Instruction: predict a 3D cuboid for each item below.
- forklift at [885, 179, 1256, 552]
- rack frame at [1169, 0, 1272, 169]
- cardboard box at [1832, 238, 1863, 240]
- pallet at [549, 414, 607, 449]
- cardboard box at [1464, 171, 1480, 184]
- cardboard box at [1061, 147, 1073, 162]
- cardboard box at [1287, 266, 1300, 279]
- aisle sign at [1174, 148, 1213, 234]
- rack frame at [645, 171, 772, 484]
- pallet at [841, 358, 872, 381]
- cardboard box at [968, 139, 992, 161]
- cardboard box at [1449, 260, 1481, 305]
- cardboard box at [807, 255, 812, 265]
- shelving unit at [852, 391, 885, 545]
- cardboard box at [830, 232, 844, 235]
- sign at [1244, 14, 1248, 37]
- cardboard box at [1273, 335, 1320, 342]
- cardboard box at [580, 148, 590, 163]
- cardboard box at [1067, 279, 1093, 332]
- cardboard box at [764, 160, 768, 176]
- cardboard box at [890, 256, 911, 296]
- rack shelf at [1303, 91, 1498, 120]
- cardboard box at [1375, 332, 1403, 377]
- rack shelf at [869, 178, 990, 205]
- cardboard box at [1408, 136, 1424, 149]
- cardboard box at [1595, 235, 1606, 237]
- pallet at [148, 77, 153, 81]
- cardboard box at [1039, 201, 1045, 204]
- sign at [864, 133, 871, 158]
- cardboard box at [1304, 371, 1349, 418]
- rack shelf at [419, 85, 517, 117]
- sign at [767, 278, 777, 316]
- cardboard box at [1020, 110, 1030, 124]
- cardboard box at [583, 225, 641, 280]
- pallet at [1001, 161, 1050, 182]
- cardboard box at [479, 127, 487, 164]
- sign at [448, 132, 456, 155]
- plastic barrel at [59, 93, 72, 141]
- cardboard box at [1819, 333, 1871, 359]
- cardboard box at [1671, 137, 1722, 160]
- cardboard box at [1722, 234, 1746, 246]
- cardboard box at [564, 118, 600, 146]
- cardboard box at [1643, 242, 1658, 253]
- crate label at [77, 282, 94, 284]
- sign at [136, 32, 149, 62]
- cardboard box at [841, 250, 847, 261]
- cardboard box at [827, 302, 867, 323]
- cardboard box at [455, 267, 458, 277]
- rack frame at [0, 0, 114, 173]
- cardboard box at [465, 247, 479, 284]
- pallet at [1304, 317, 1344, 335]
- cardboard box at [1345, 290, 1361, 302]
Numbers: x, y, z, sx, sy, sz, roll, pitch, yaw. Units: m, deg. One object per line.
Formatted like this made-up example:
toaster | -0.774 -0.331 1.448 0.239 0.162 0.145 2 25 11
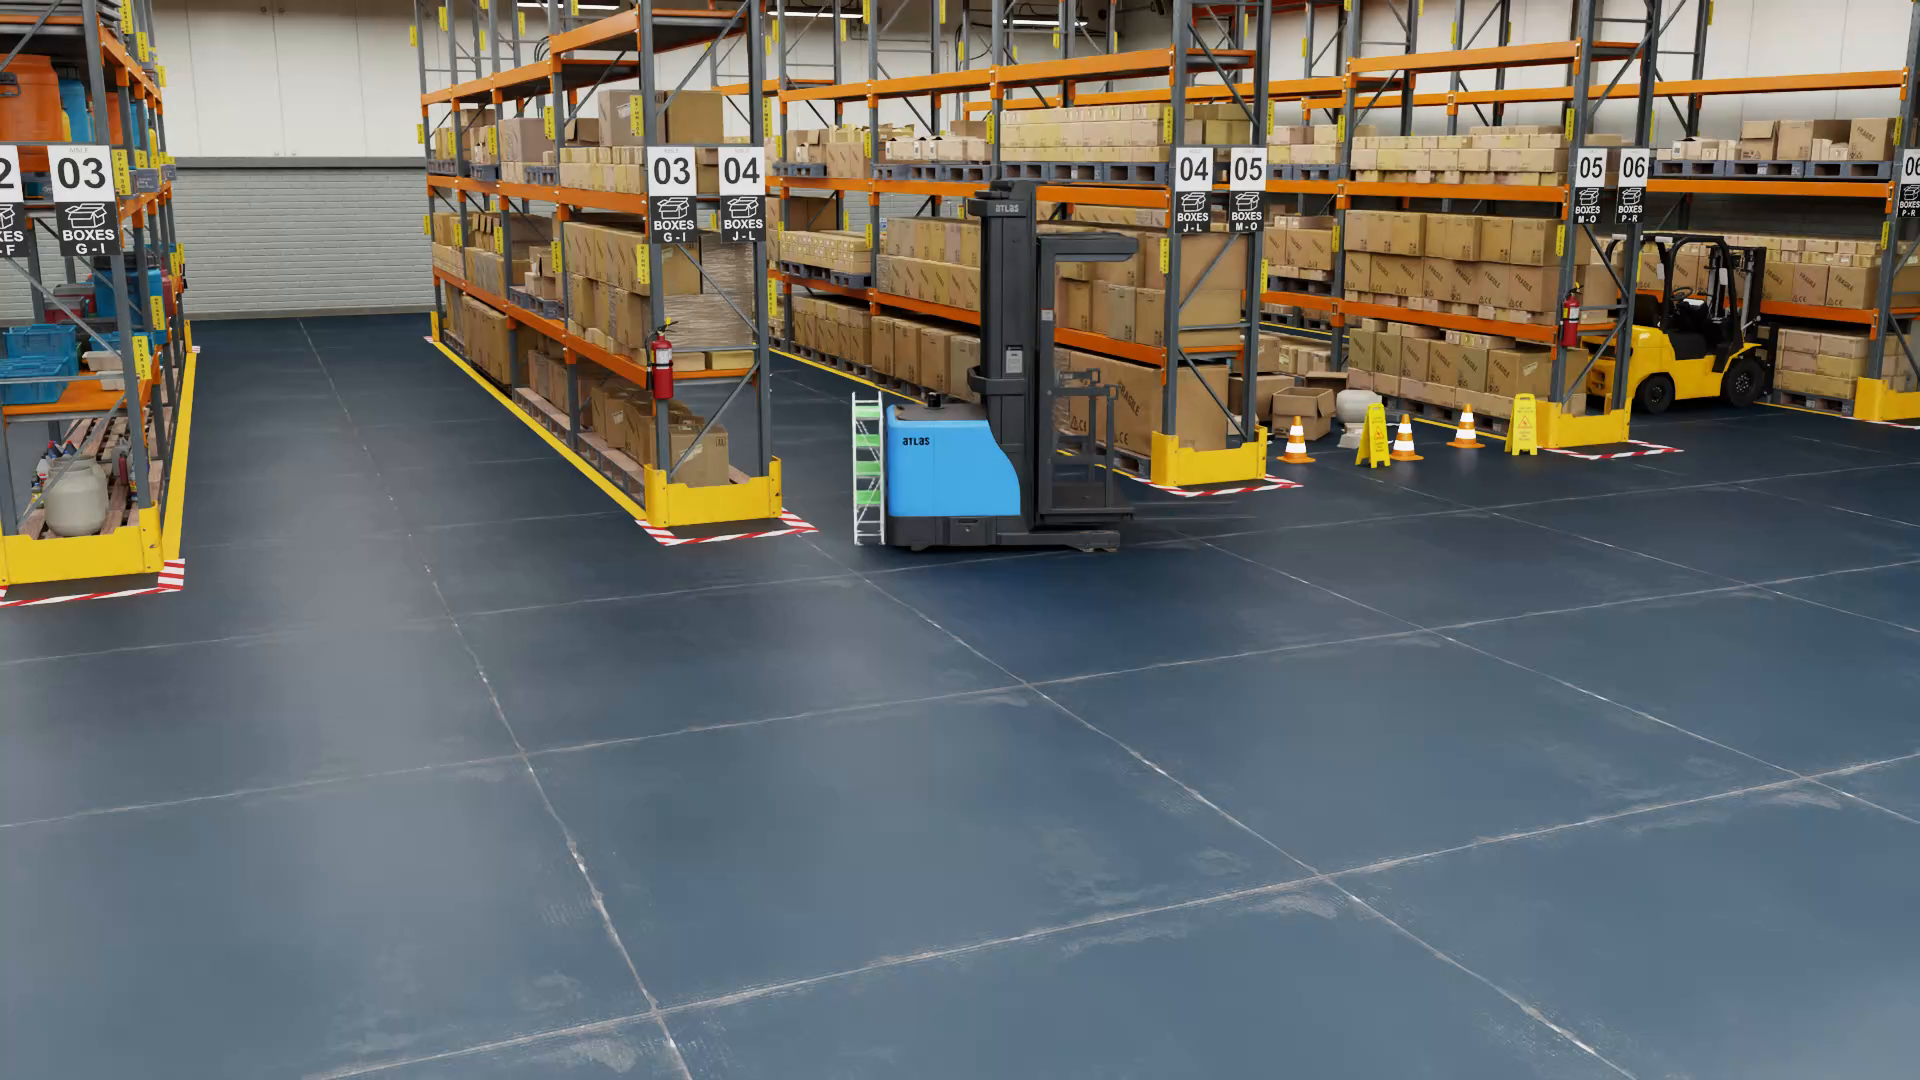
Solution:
forklift | 0.902 -1.447 13.624 3.031 2.935 1.130 -1 13 -4
rack frame | 2.448 -4.988 15.463 1.000 3.000 0.127 -6 14 -23
cardboard box | 11.272 -3.743 21.071 0.380 0.149 0.250 -6 14 -23
pallet | -4.053 -1.266 18.873 1.003 0.211 1.213 -6 14 -23
cardboard box | 6.056 -4.187 19.215 0.380 0.149 0.250 -6 14 -25
cardboard box | 1.289 -4.063 17.526 0.380 0.149 0.250 -5 14 -22
cardboard box | 4.656 -3.629 22.523 0.380 0.149 0.250 -6 14 -24
aisle sign | 2.201 -3.290 15.666 0.394 0.787 0.004 -6 14 -23
rack frame | -2.138 -1.638 14.294 1.000 3.000 0.127 -6 14 -23
pallet | -1.069 -2.521 24.293 1.003 0.211 1.213 -6 14 -23
cardboard box | 0.416 -4.664 19.898 0.500 0.250 0.500 -5 14 -22
cardboard box | 6.079 -3.021 19.390 0.500 0.500 0.500 -6 14 -23
cardboard box | -2.095 -4.234 25.138 0.380 0.149 0.250 -6 14 -24
shelving unit | -0.764 -0.603 13.813 0.258 1.200 0.503 -1 13 -4
cardboard box | -1.810 -4.742 26.012 0.380 0.149 0.250 -6 14 -25
sign | 4.231 -7.653 24.732 0.100 0.325 0.005 -6 14 -23
cardboard box | 4.557 -2.684 23.709 0.950 0.372 0.625 -5 14 -21
cardboard box | -3.469 -3.735 16.152 0.380 0.149 0.250 -6 14 -24
cardboard box | 1.658 -2.555 17.924 0.875 0.550 0.500 -6 14 -23
cardboard box | -2.993 -6.114 27.313 0.500 0.250 0.500 -6 14 -23
cardboard box | -0.618 -3.545 22.311 0.500 0.500 0.500 -6 14 -24
rack shelf | 7.483 -7.425 28.478 1.077 0.370 4.000 -6 14 -23
cardboard box | 5.554 -2.334 20.805 0.500 0.500 0.500 -5 14 -21
rack shelf | 0.044 -4.415 21.238 1.077 0.370 4.000 -6 14 -23
cardboard box | 5.622 -4.782 20.017 0.380 0.149 0.250 -6 14 -25
cardboard box | 9.586 -4.482 24.921 0.380 0.149 0.250 -6 14 -23
pallet | -11.123 -6.137 21.736 1.003 0.211 1.213 -6 14 -23
cardboard box | 1.624 -6.016 29.331 0.380 0.149 0.250 -6 14 -23
sign | -1.255 -5.382 22.674 0.100 0.325 0.005 -6 14 -23
cardboard box | 4.523 -1.798 20.526 0.500 0.500 0.500 4 14 16
rack shelf | -7.746 -6.908 26.241 1.077 0.370 4.000 -6 14 -23
sign | -1.641 -2.109 14.408 0.100 0.325 0.005 -6 14 -23
cardboard box | 0.884 -4.661 18.341 0.380 0.149 0.250 -6 14 -23
cardboard box | -3.391 -2.823 16.314 0.500 0.500 0.500 -6 14 -23
pallet | 1.163 -4.139 18.647 1.003 0.211 1.213 -6 14 -23
cardboard box | -6.180 -5.427 22.853 0.797 0.503 0.637 -6 14 -24
sign | -7.452 -5.818 24.382 0.100 0.325 0.005 -6 14 -23
plastic barrel | -7.249 -3.172 12.922 0.600 0.588 0.600 0 13 0
cardboard box | 11.019 -2.401 20.541 0.500 0.250 0.500 -5 14 -21
cardboard box | 9.997 -5.286 22.448 0.500 0.311 0.500 -5 14 -22
cardboard box | 10.331 -3.966 22.035 0.380 0.149 0.250 -6 14 -23
cardboard box | -3.838 -4.287 17.926 0.797 0.503 0.637 -6 14 -26
cardboard box | 9.773 -4.084 23.201 0.380 0.149 0.250 -6 14 -24
crate label | -9.730 -2.631 18.506 0.502 0.435 0.616 -6 14 -23
sign | -9.379 -5.660 19.083 0.100 0.325 0.005 -6 14 -23
cardboard box | -1.481 -4.061 23.729 0.380 0.149 0.250 -5 14 -21
cardboard box | -1.673 -3.397 24.845 0.500 0.250 0.500 -5 14 -22
cardboard box | -7.573 -4.134 25.637 0.380 0.149 0.250 -6 14 -24
rack frame | -6.676 -4.113 11.684 1.000 3.000 0.127 -6 14 -23
cardboard box | -6.989 -4.048 24.486 0.500 0.500 0.500 -6 14 -23
pallet | 7.043 -3.938 30.417 1.003 0.211 1.213 -6 14 -23
cardboard box | 5.173 -3.143 21.354 0.380 0.149 0.250 -6 14 -23
